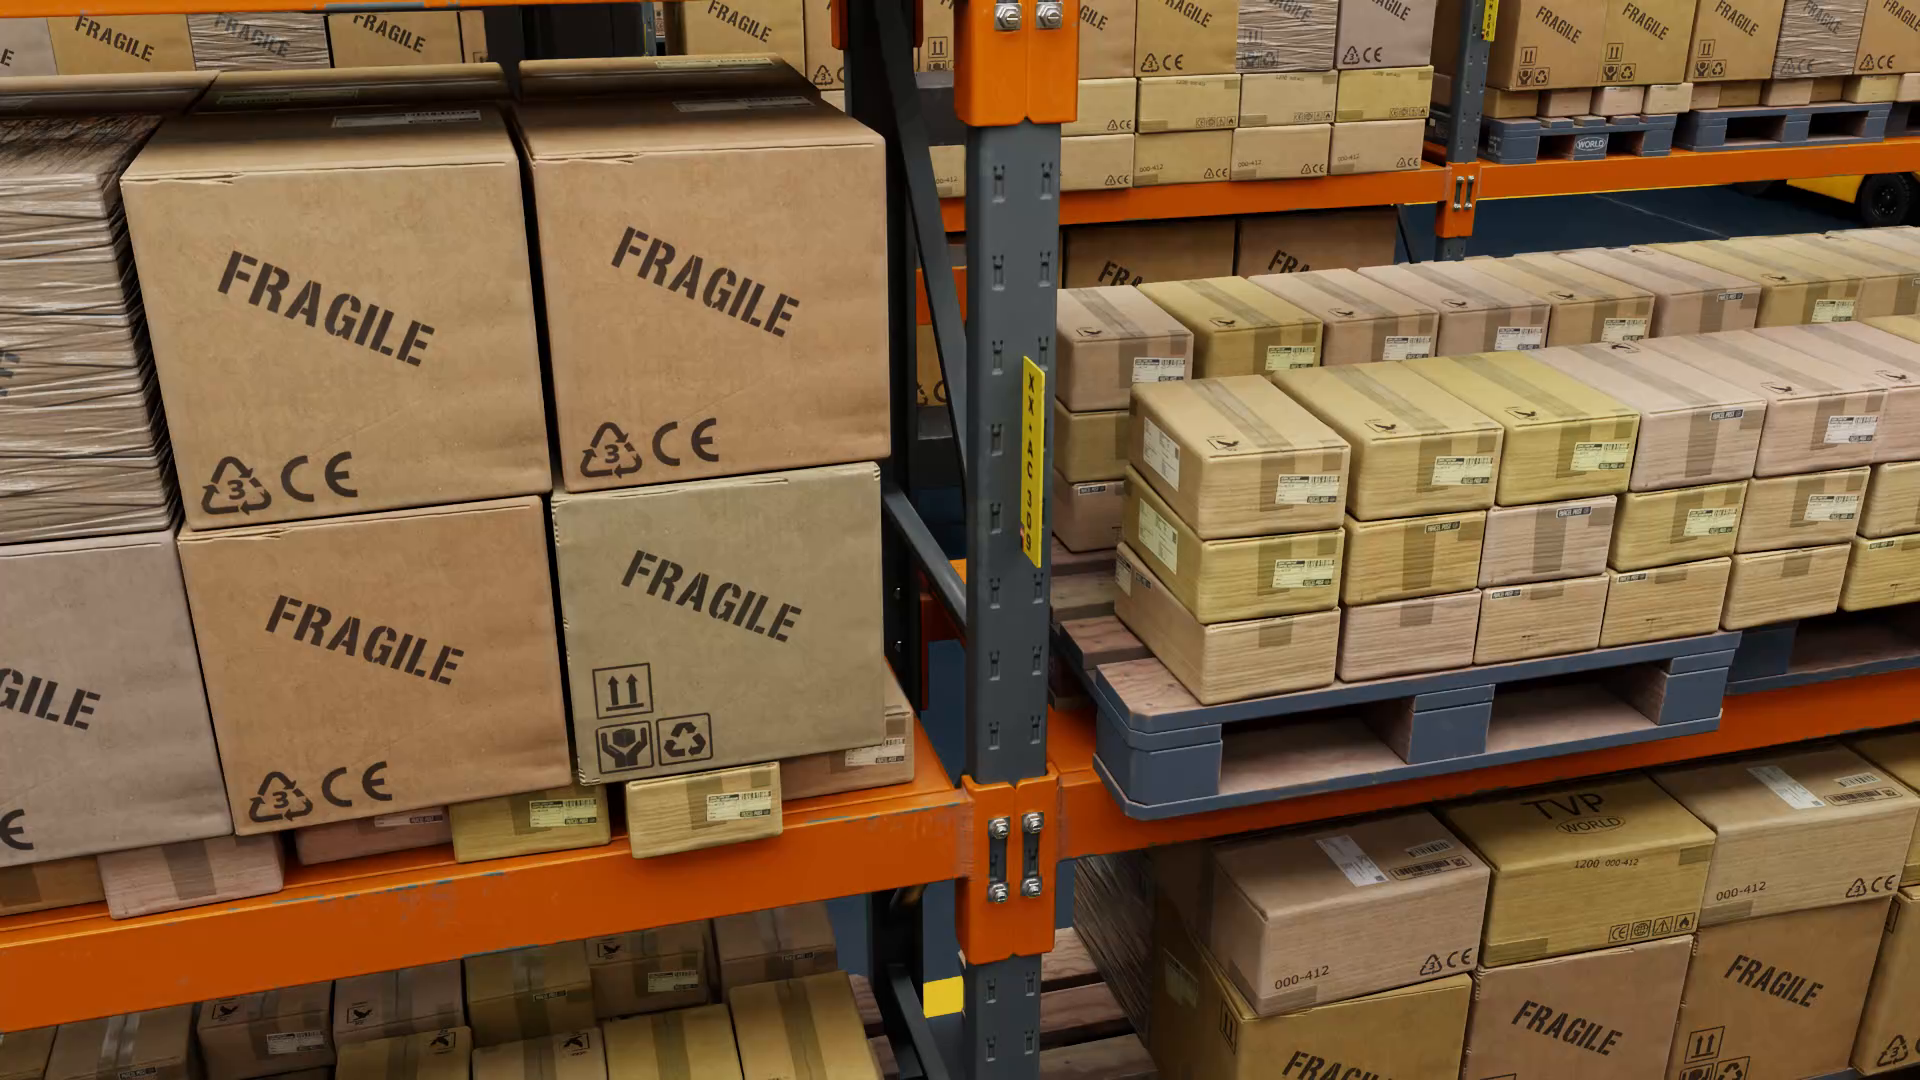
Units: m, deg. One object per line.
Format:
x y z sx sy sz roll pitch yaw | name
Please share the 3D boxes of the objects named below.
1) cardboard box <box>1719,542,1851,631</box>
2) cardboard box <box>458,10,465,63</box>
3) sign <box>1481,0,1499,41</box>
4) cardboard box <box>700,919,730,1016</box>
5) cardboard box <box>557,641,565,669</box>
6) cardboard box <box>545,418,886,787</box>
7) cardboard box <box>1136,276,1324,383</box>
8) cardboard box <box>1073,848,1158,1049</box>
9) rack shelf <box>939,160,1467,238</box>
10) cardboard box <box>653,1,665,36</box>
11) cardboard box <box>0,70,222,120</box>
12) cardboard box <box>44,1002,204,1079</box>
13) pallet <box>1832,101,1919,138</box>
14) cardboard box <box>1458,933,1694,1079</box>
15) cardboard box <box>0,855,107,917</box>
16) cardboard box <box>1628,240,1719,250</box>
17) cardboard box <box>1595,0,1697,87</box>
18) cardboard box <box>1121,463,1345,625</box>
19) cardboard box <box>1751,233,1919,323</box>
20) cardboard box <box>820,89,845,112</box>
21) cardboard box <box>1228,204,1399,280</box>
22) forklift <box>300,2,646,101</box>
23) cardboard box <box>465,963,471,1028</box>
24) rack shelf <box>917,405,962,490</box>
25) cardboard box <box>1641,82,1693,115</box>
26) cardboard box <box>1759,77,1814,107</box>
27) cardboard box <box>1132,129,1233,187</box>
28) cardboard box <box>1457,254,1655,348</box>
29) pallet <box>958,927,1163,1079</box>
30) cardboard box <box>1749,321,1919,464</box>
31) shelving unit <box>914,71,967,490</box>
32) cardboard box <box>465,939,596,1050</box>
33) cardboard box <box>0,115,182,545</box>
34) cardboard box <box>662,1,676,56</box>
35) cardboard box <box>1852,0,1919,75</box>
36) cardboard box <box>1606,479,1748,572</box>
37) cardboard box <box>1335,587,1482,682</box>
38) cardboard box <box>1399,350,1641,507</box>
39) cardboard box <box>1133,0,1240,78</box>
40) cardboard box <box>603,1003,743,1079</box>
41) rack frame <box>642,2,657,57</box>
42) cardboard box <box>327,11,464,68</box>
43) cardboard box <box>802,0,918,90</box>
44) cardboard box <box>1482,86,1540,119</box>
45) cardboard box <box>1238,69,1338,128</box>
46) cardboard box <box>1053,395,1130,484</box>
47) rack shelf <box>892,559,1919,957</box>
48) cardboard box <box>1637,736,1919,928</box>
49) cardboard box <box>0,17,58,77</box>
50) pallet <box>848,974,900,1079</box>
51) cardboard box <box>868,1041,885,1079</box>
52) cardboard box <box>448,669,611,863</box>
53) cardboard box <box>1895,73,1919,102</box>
1.457 0.015 3.197 0.250 0.149 0.380 -7 24 -17 | cardboard box
-1.999 -2.345 7.516 0.500 0.500 0.500 -6 24 -14 | cardboard box
2.529 -2.546 7.911 0.005 0.325 0.100 -6 24 -14 | sign
-0.476 0.968 3.896 0.250 0.149 0.380 -5 24 -12 | cardboard box
-0.873 0.196 3.308 0.250 0.149 0.380 -7 24 -17 | cardboard box
-0.430 0.047 2.833 0.500 0.500 0.500 -6 24 -14 | cardboard box
0.551 -0.426 3.471 0.250 0.149 0.380 -7 24 -16 | cardboard box
0.604 0.852 4.099 0.500 0.500 0.500 -7 24 -15 | cardboard box
0.450 -1.681 8.275 4.000 0.370 1.077 -6 24 -14 | rack shelf
-2.293 -3.888 11.847 0.500 0.500 0.700 -6 24 -13 | cardboard box
-1.530 -0.513 2.870 0.500 0.500 0.500 -6 24 -13 | cardboard box
-1.692 1.018 3.403 0.250 0.149 0.380 -7 24 -17 | cardboard box
5.452 -2.536 9.599 1.213 0.211 1.003 -6 24 -14 | pallet
1.251 0.991 3.773 0.500 0.500 0.500 -5 24 -12 | cardboard box
-1.513 0.445 2.727 0.250 0.149 0.380 -7 24 -15 | cardboard box
4.363 -1.426 9.570 0.625 0.372 0.950 -6 24 -13 | cardboard box
3.372 -2.618 8.511 0.500 0.500 0.500 -5 24 -12 | cardboard box
0.463 -0.011 2.881 0.250 0.149 0.380 -6 24 -14 | cardboard box
2.048 -0.590 3.853 0.250 0.149 0.380 -6 24 -13 | cardboard box
-0.481 -1.965 7.582 0.500 0.250 0.500 -6 24 -14 | cardboard box
1.689 -1.399 8.868 0.875 0.875 0.875 -7 24 -15 | cardboard box
-1.839 -1.094 6.083 3.031 2.935 1.130 -5 24 -12 | forklift
-1.181 1.096 3.597 0.250 0.149 0.380 -8 24 -17 | cardboard box
-0.146 -0.290 7.072 0.480 0.518 0.431 -5 24 -13 | rack shelf
3.567 -2.316 8.630 0.250 0.149 0.380 -6 24 -14 | cardboard box
4.308 -2.419 8.871 0.250 0.149 0.380 -6 24 -13 | cardboard box
0.982 -1.895 8.052 0.500 0.250 0.500 -7 24 -15 | cardboard box
1.291 -0.506 3.657 0.250 0.149 0.380 -7 24 -16 | cardboard box
0.708 1.268 4.026 1.213 0.211 1.003 -6 24 -14 | pallet
1.707 -0.286 3.144 0.250 0.149 0.380 -5 24 -12 | cardboard box
-0.147 -0.947 6.793 0.503 2.100 0.431 -5 24 -13 | shelving unit
-0.940 0.925 3.619 0.250 0.149 0.380 -7 24 -15 | cardboard box
-1.413 -0.313 2.403 0.500 0.500 0.500 -6 24 -13 | cardboard box
-1.113 -2.446 7.753 0.500 0.500 0.500 -6 24 -13 | cardboard box
4.869 -2.784 8.897 0.500 0.500 0.500 -5 24 -13 | cardboard box
1.210 -0.095 3.076 0.250 0.149 0.380 -7 24 -17 | cardboard box
0.728 0.094 3.013 0.250 0.149 0.380 -6 24 -14 | cardboard box
0.977 -0.206 2.958 0.250 0.149 0.380 -6 24 -14 | cardboard box
0.977 -2.467 7.801 0.500 0.500 0.500 -6 24 -14 | cardboard box
-0.548 1.093 3.227 0.250 0.149 0.380 -6 24 -14 | cardboard box
-1.475 -1.798 7.637 0.127 3.000 1.000 -6 24 -14 | rack frame
-2.346 -2.097 6.939 0.500 0.500 0.500 -7 24 -15 | cardboard box
-0.492 -2.306 7.425 0.500 0.500 0.500 -6 24 -15 | cardboard box
2.739 -2.266 8.512 0.250 0.149 0.380 -8 24 -17 | cardboard box
1.486 -2.181 8.085 0.500 0.250 0.500 -7 24 -16 | cardboard box
0.289 -0.261 3.463 0.250 0.149 0.380 -6 24 -13 | cardboard box
1.885 0.188 3.920 4.000 0.370 1.077 -6 24 -14 | rack shelf
1.746 0.593 3.751 0.500 0.250 0.500 -5 24 -12 | cardboard box
-3.798 -1.936 6.563 0.500 0.500 0.500 -6 24 -15 | cardboard box
-0.678 1.437 3.634 1.213 0.211 1.003 -6 24 -14 | pallet
-0.258 1.205 3.343 0.250 0.149 0.380 -6 24 -13 | cardboard box
-0.745 0.380 2.879 0.250 0.149 0.380 -5 24 -12 | cardboard box
5.065 -2.477 9.005 0.250 0.149 0.380 -6 24 -14 | cardboard box
